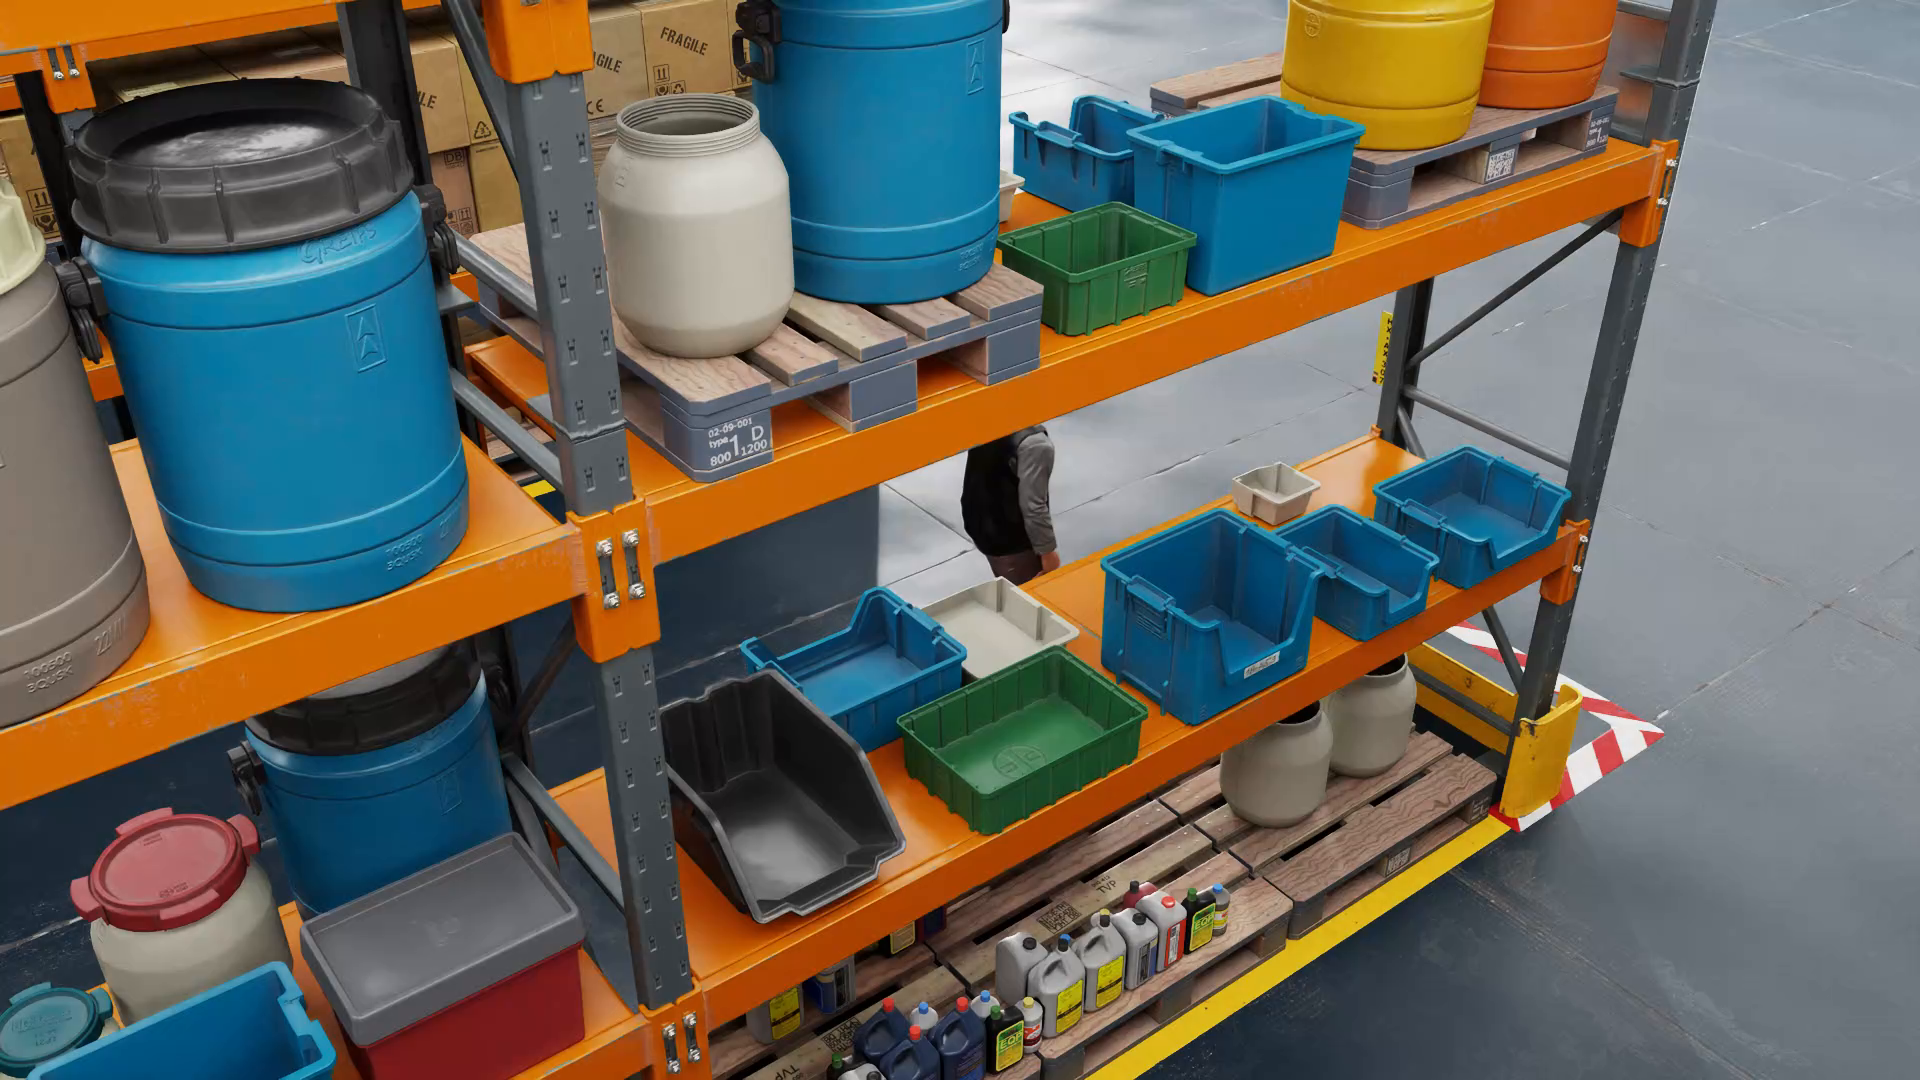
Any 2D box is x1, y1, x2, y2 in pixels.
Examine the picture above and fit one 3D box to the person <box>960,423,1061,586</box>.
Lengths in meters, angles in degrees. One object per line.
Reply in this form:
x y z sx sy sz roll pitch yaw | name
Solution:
0.253 -0.033 7.212 0.470 1.721 0.594 -12 34 -19 | person
